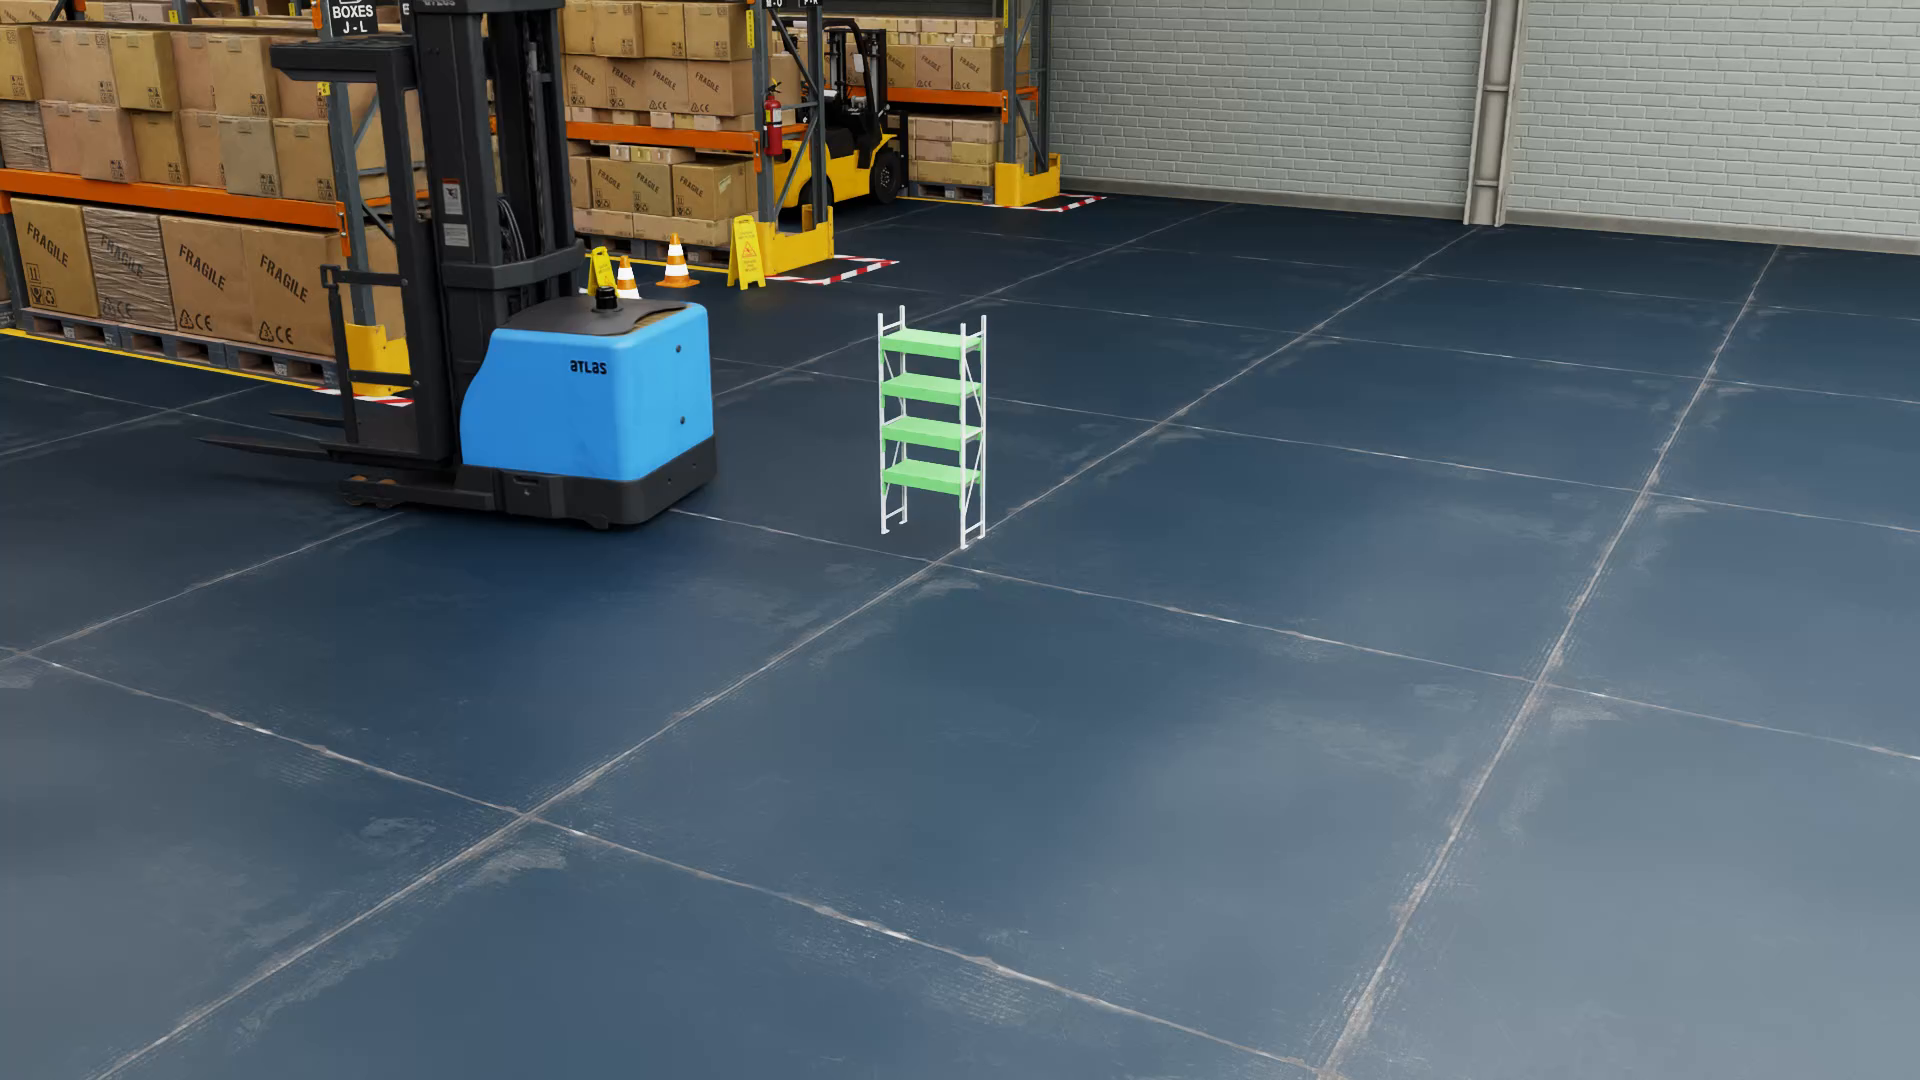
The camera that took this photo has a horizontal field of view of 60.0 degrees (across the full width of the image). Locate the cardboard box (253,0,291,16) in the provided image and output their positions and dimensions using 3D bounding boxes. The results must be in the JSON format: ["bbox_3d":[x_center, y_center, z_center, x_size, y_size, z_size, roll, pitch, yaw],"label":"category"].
[{"bbox_3d":[-10.839,-8.318,26.082,0.500,0.500,0.500,10,22,26],"label":"cardboard box"}]

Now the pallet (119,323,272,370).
[{"bbox_3d":[-5.733,-1.607,12.987,1.213,0.211,1.003,11,23,27],"label":"pallet"}]

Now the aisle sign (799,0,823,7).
[{"bbox_3d":[-1.404,-5.400,15.540,0.004,0.787,0.394,11,23,27],"label":"aisle sign"}]

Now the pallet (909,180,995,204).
[{"bbox_3d":[0.120,-4.378,20.625,1.213,0.211,1.003,11,23,27],"label":"pallet"}]

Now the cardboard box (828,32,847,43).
[{"bbox_3d":[-1.431,-6.239,20.567,0.250,0.149,0.380,10,22,26],"label":"cardboard box"}]

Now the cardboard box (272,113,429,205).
[{"bbox_3d":[-4.281,-2.724,11.756,0.550,0.550,0.875,11,23,27],"label":"cardboard box"}]

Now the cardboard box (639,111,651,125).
[{"bbox_3d":[-2.924,-4.153,16.283,0.250,0.149,0.380,11,23,28],"label":"cardboard box"}]

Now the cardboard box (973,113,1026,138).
[{"bbox_3d":[0.481,-5.085,20.435,0.500,0.250,0.500,10,22,26],"label":"cardboard box"}]

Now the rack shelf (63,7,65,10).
[{"bbox_3d":[-9.173,-4.675,14.011,4.000,0.370,1.077,11,23,27],"label":"rack shelf"}]

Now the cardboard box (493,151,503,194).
[{"bbox_3d":[-4.718,-3.840,17.369,0.500,0.500,0.500,12,23,30],"label":"cardboard box"}]

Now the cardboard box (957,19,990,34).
[{"bbox_3d":[0.162,-6.094,19.733,0.250,0.149,0.380,11,23,27],"label":"cardboard box"}]

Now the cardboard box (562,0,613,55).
[{"bbox_3d":[-3.463,-5.038,16.305,0.500,0.500,0.700,11,22,27],"label":"cardboard box"}]

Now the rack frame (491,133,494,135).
[{"bbox_3d":[-5.102,-4.761,17.591,0.127,3.000,1.000,11,23,27],"label":"rack frame"}]

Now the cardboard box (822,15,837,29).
[{"bbox_3d":[-1.637,-6.425,20.644,0.250,0.149,0.380,10,22,26],"label":"cardboard box"}]

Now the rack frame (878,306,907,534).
[{"bbox_3d":[-0.358,-0.632,8.848,0.015,1.200,0.240,11,23,27],"label":"rack frame"}]

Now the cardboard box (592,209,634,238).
[{"bbox_3d":[-3.354,-3.229,16.784,0.500,0.250,0.500,10,22,25],"label":"cardboard box"}]

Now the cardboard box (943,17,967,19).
[{"bbox_3d":[-0.039,-6.324,20.367,0.250,0.149,0.380,11,23,28],"label":"cardboard box"}]

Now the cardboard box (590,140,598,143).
[{"bbox_3d":[-5.064,-5.772,23.244,0.625,0.625,0.875,12,23,29],"label":"cardboard box"}]

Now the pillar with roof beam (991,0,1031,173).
[{"bbox_3d":[-1.460,-7.497,16.336,0.400,9.000,9.100,11,23,27],"label":"pillar with roof beam"}]

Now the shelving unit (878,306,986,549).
[{"bbox_3d":[-0.145,-0.592,8.736,0.503,1.200,0.258,11,23,27],"label":"shelving unit"}]

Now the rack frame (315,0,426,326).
[{"bbox_3d":[-3.935,-2.605,11.649,0.127,3.000,1.000,11,23,27],"label":"rack frame"}]

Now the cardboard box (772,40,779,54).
[{"bbox_3d":[-2.424,-6.135,21.232,0.500,0.500,0.500,10,22,26],"label":"cardboard box"}]

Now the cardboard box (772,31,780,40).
[{"bbox_3d":[-2.307,-6.417,21.060,0.250,0.149,0.380,11,23,29],"label":"cardboard box"}]

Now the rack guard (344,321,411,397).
[{"bbox_3d":[-3.914,-1.426,12.064,0.348,0.500,1.175,11,23,27],"label":"rack guard"}]

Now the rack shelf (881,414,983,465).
[{"bbox_3d":[-0.145,-0.532,8.758,0.480,0.148,0.258,11,23,27],"label":"rack shelf"}]

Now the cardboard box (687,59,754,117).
[{"bbox_3d":[-2.218,-4.291,15.713,0.500,0.500,0.500,10,22,26],"label":"cardboard box"}]

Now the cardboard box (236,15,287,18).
[{"bbox_3d":[-8.061,-5.818,19.306,0.500,0.500,0.500,10,22,26],"label":"cardboard box"}]

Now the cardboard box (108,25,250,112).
[{"bbox_3d":[-5.714,-3.504,12.322,0.500,0.550,0.875,11,23,27],"label":"cardboard box"}]

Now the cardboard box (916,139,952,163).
[{"bbox_3d":[-0.202,-4.788,20.350,0.500,0.250,0.500,11,22,27],"label":"cardboard box"}]

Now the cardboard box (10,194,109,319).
[{"bbox_3d":[-6.912,-2.344,13.428,0.875,0.875,0.875,11,23,28],"label":"cardboard box"}]

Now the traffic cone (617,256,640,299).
[{"bbox_3d":[-2.859,-2.204,14.262,0.334,0.463,0.336,11,23,27],"label":"traffic cone"}]

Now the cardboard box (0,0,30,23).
[{"bbox_3d":[-11.384,-6.373,20.423,0.500,0.500,0.500,11,22,27],"label":"cardboard box"}]

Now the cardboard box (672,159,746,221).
[{"bbox_3d":[-2.436,-3.409,16.180,0.500,0.500,0.500,11,23,28],"label":"cardboard box"}]

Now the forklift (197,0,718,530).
[{"bbox_3d":[-2.989,-1.714,9.292,3.031,2.935,1.130,6,21,17],"label":"forklift"}]

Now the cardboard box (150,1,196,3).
[{"bbox_3d":[-9.343,-6.178,19.884,0.500,0.500,0.500,11,23,28],"label":"cardboard box"}]

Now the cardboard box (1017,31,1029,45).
[{"bbox_3d":[0.638,-6.060,20.074,0.250,0.149,0.380,10,22,26],"label":"cardboard box"}]

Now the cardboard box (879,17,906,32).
[{"bbox_3d":[-0.771,-6.245,20.149,0.250,0.149,0.380,11,23,28],"label":"cardboard box"}]

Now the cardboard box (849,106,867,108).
[{"bbox_3d":[-1.275,-5.422,21.364,0.500,0.250,0.500,11,23,28],"label":"cardboard box"}]

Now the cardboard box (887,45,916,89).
[{"bbox_3d":[-0.646,-5.799,20.306,0.500,0.500,0.500,10,22,26],"label":"cardboard box"}]

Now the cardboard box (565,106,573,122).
[{"bbox_3d":[-3.871,-4.280,16.632,0.250,0.149,0.380,11,23,28],"label":"cardboard box"}]

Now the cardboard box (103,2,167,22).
[{"bbox_3d":[-9.625,-6.034,19.489,0.500,0.500,0.500,11,23,28],"label":"cardboard box"}]

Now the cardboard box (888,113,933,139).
[{"bbox_3d":[-0.640,-5.097,20.467,0.500,0.250,0.500,11,23,28],"label":"cardboard box"}]

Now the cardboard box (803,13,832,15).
[{"bbox_3d":[-1.822,-6.674,21.331,0.250,0.149,0.380,11,22,27],"label":"cardboard box"}]

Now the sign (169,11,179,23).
[{"bbox_3d":[-8.861,-5.805,18.771,0.005,0.325,0.100,11,23,27],"label":"sign"}]

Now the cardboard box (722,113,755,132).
[{"bbox_3d":[-2.040,-3.976,15.796,0.250,0.149,0.380,12,23,29],"label":"cardboard box"}]

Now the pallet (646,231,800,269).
[{"bbox_3d":[-2.368,-2.943,16.669,1.213,0.211,1.003,11,23,27],"label":"pallet"}]

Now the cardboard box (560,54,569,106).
[{"bbox_3d":[-3.972,-4.628,16.641,0.500,0.500,0.500,11,22,27],"label":"cardboard box"}]

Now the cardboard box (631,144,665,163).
[{"bbox_3d":[-3.007,-3.798,16.301,0.250,0.149,0.380,11,23,28],"label":"cardboard box"}]

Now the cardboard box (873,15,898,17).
[{"bbox_3d":[-0.950,-6.494,20.835,0.250,0.149,0.380,12,23,29],"label":"cardboard box"}]

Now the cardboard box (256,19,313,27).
[{"bbox_3d":[-7.388,-5.496,18.419,0.500,0.500,0.500,11,23,28],"label":"cardboard box"}]

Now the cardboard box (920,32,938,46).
[{"bbox_3d":[-0.276,-6.040,20.019,0.250,0.149,0.380,11,22,27],"label":"cardboard box"}]

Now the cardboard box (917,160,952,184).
[{"bbox_3d":[-0.186,-4.549,20.422,0.500,0.250,0.500,11,23,27],"label":"cardboard box"}]

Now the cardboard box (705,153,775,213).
[{"bbox_3d":[-2.200,-3.573,16.634,0.500,0.500,0.500,10,22,26],"label":"cardboard box"}]

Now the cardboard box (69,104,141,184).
[{"bbox_3d":[-6.194,-3.074,12.720,0.550,0.550,0.875,11,23,27],"label":"cardboard box"}]
